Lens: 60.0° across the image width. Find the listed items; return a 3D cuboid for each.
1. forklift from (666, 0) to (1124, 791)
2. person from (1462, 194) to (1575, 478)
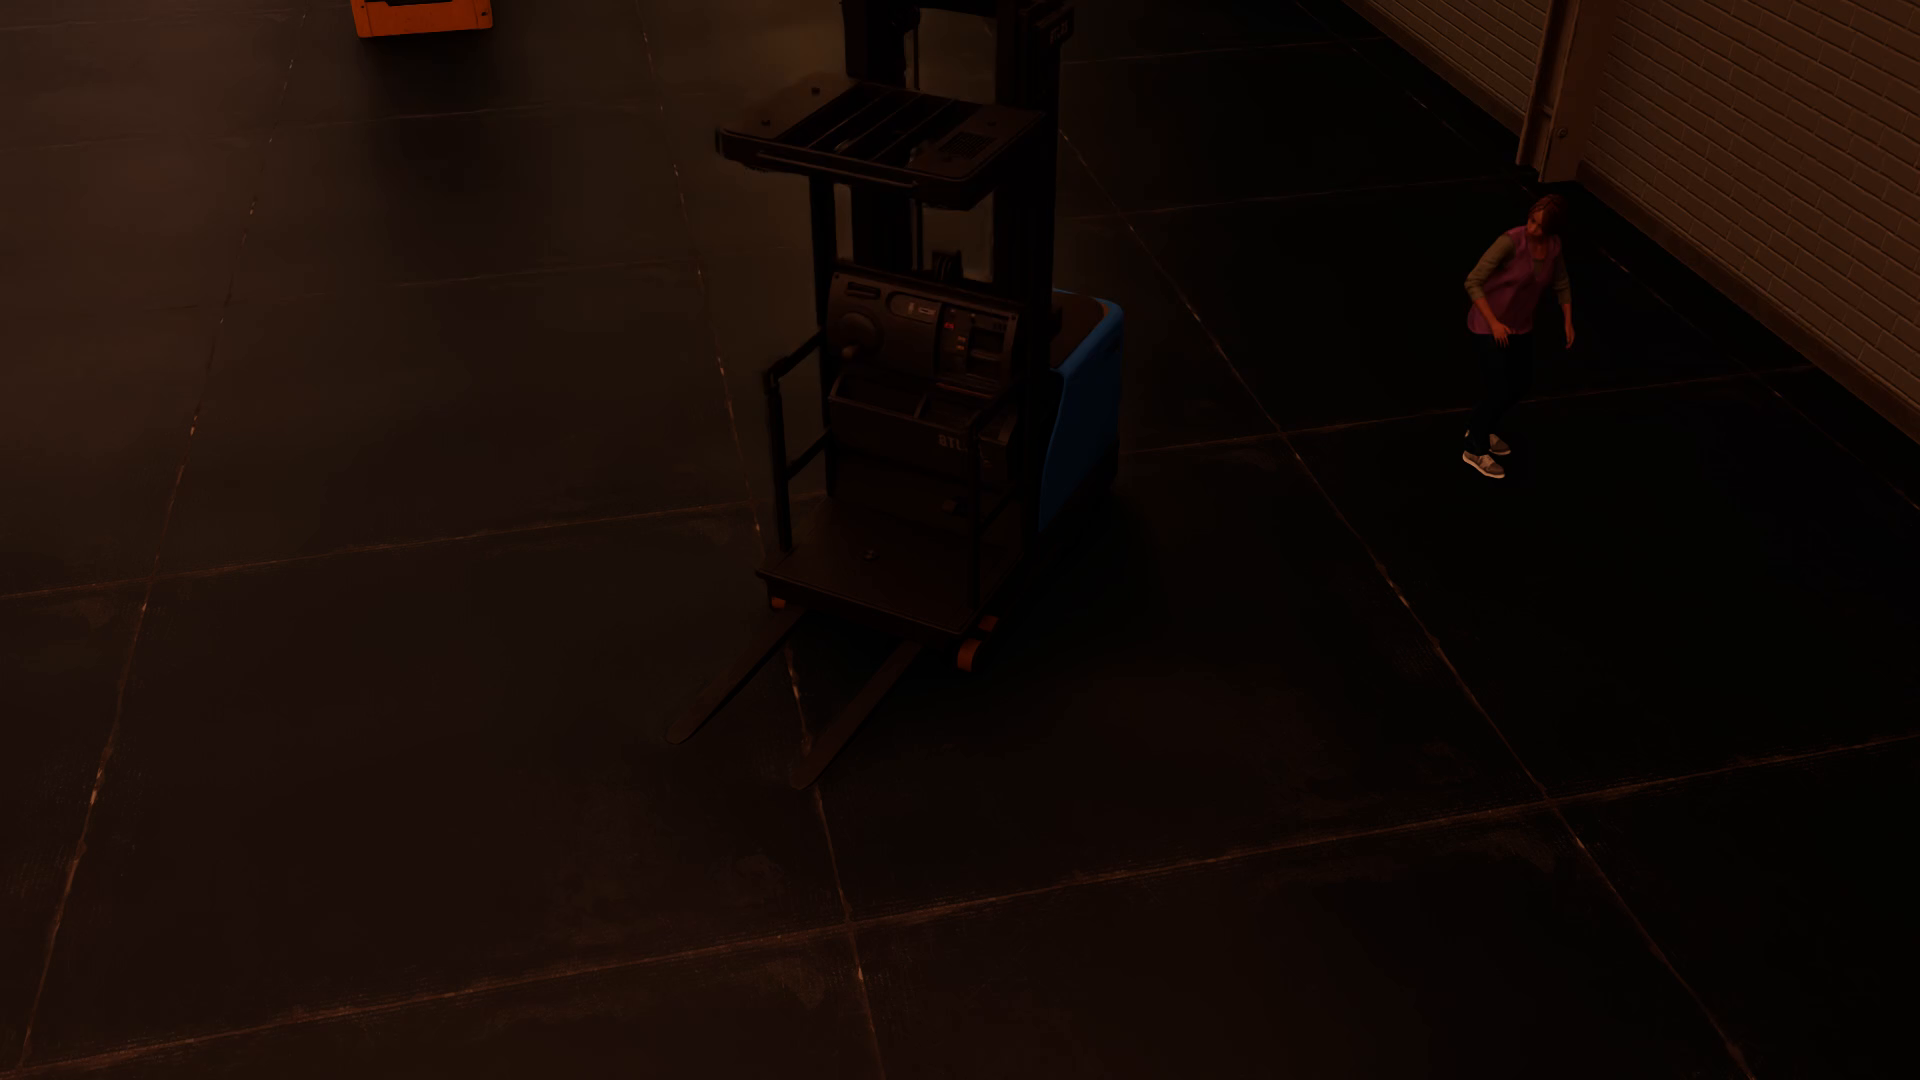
[{"bbox_3d":[-0.267,-0.868,7.256,1.130,2.935,3.031,16,39,21],"label":"forklift"},{"bbox_3d":[2.931,-1.094,8.765,0.632,1.557,0.449,-18,39,-23],"label":"person"}]
